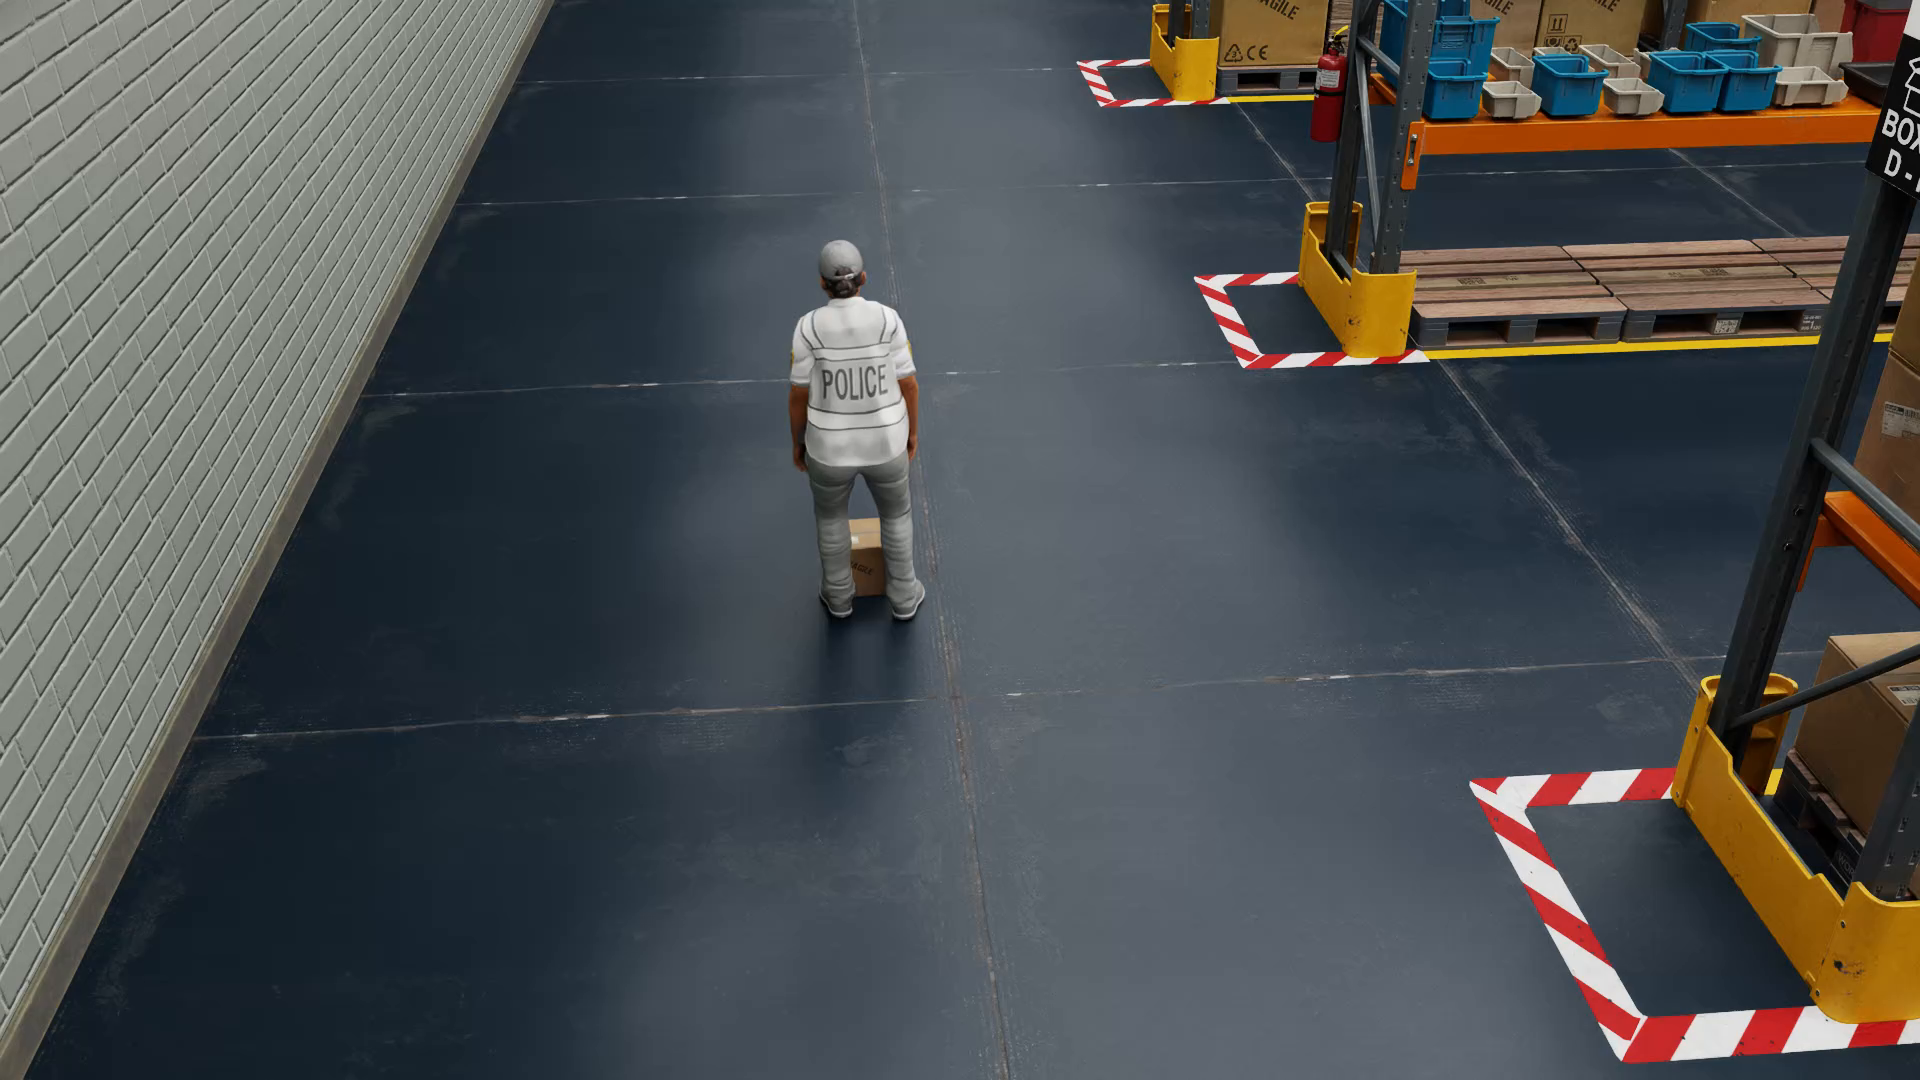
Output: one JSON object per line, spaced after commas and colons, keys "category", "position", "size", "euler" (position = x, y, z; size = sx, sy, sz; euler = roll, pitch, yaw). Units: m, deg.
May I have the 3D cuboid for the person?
{"category": "person", "position": [-0.418, -0.412, 6.807], "size": [0.554, 1.665, 0.467], "euler": [-4, 32, -7]}
